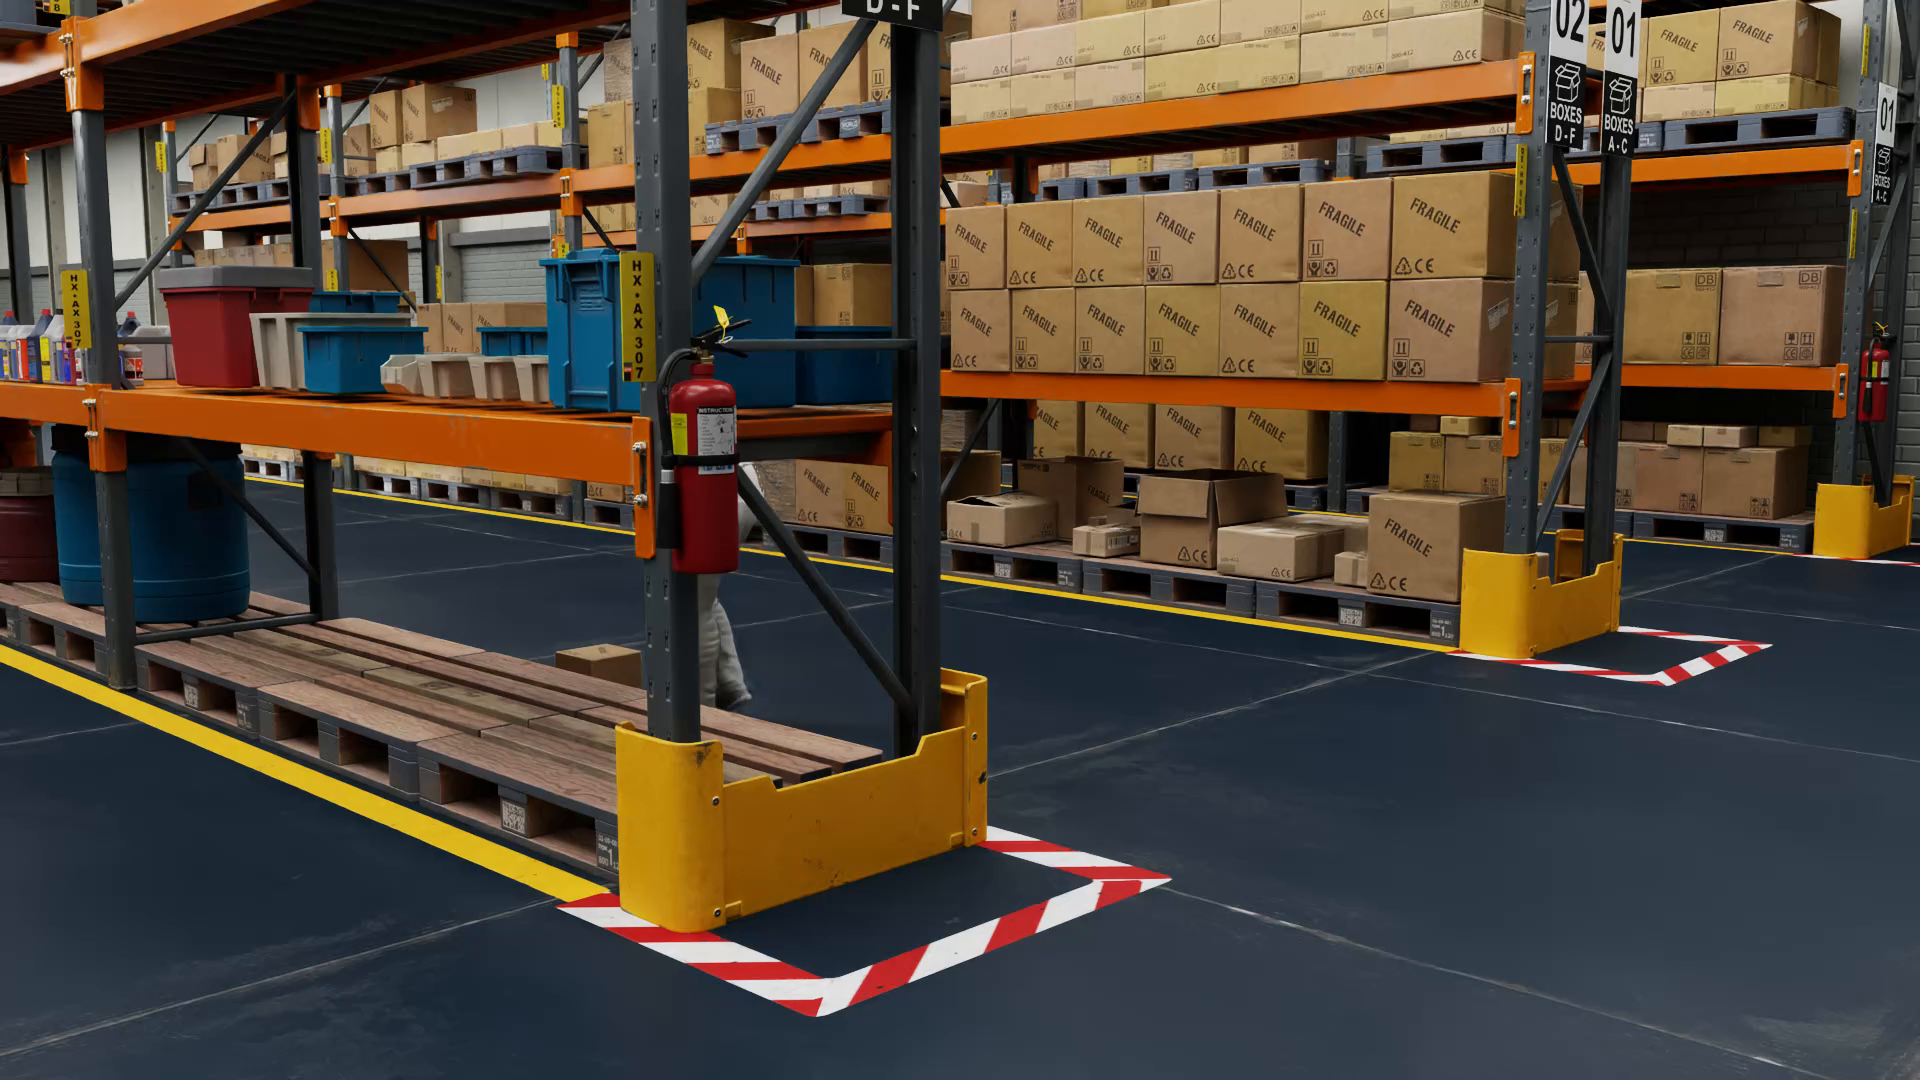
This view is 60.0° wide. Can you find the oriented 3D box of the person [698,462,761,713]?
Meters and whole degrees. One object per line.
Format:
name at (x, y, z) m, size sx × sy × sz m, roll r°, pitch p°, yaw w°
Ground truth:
person at (-0.990, -0.066, 6.307) m, size 0.452 × 1.723 × 0.535 m, roll 1°, pitch 7°, yaw 8°
